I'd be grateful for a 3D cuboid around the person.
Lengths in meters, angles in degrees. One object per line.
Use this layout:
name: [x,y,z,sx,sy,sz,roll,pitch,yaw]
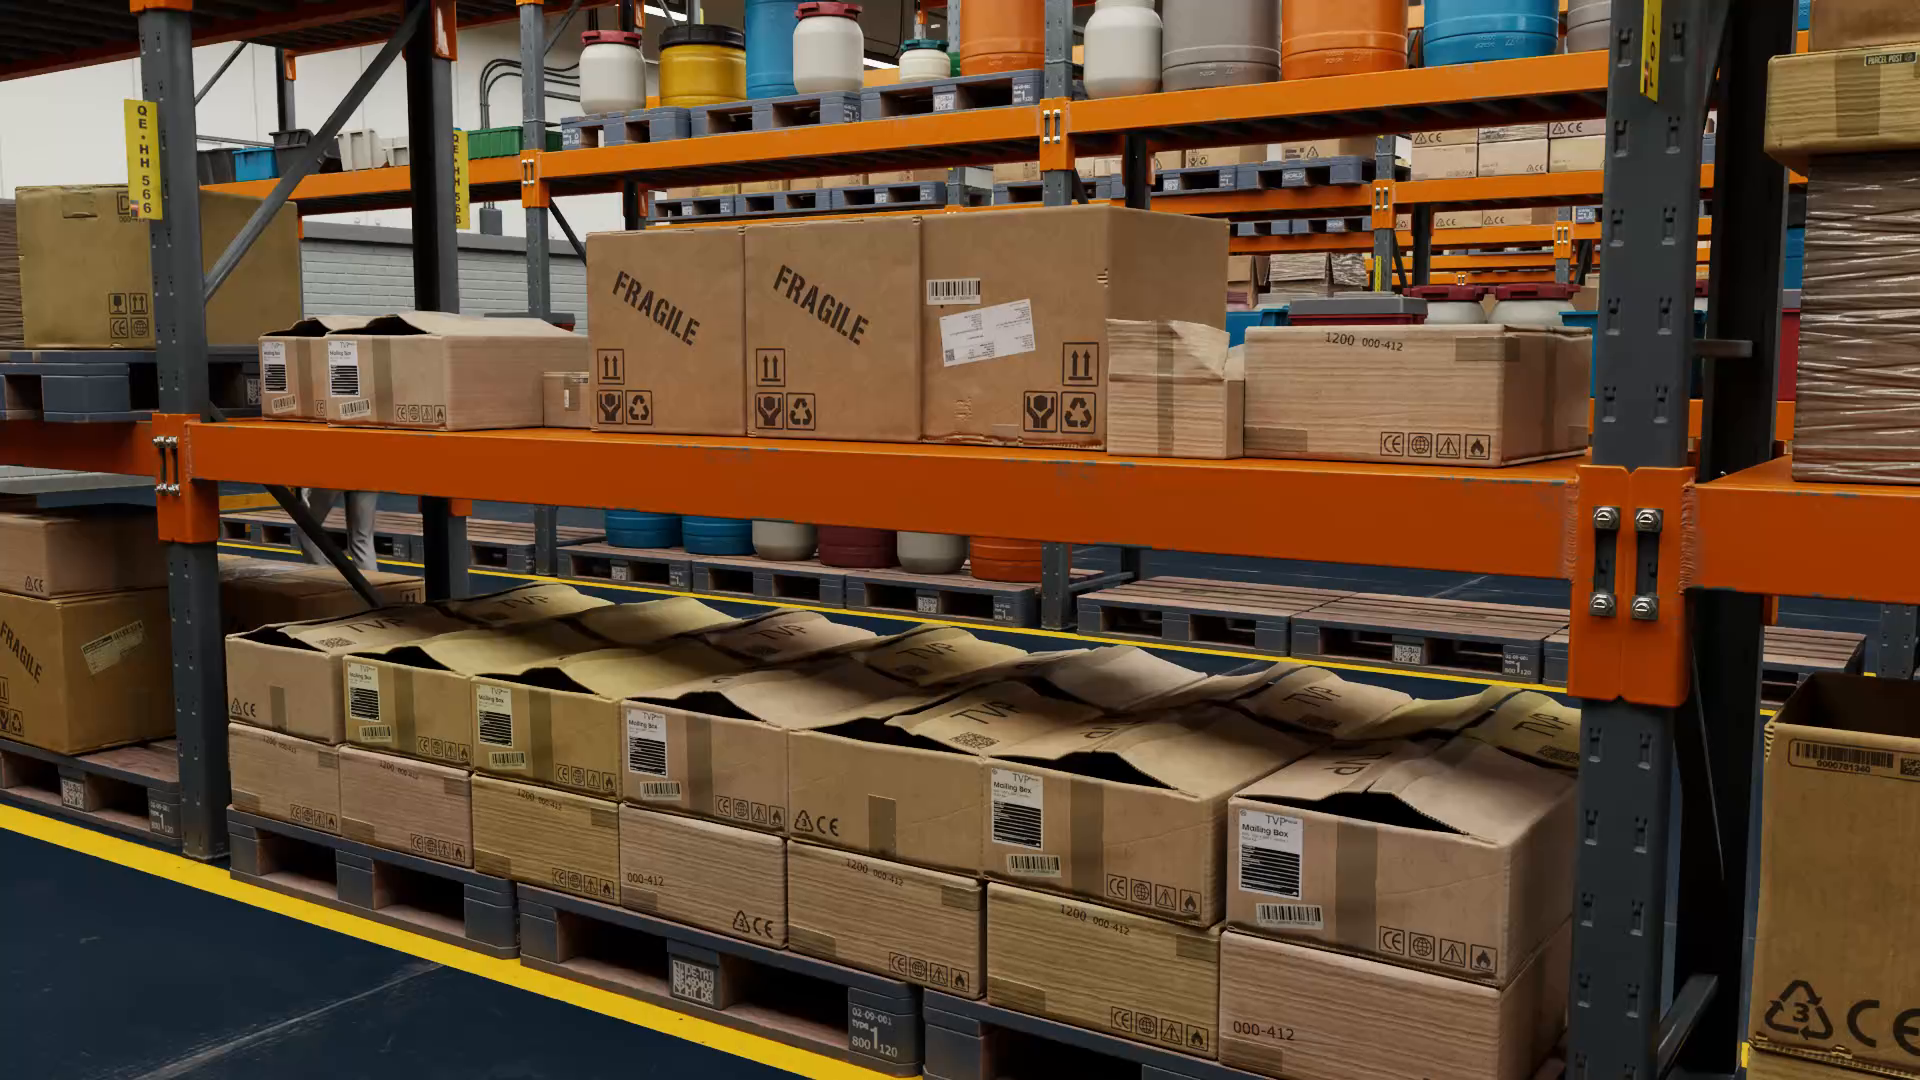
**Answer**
person: [-3.271,-0.330,8.812,0.526,1.734,0.506,-5,8,-40]
